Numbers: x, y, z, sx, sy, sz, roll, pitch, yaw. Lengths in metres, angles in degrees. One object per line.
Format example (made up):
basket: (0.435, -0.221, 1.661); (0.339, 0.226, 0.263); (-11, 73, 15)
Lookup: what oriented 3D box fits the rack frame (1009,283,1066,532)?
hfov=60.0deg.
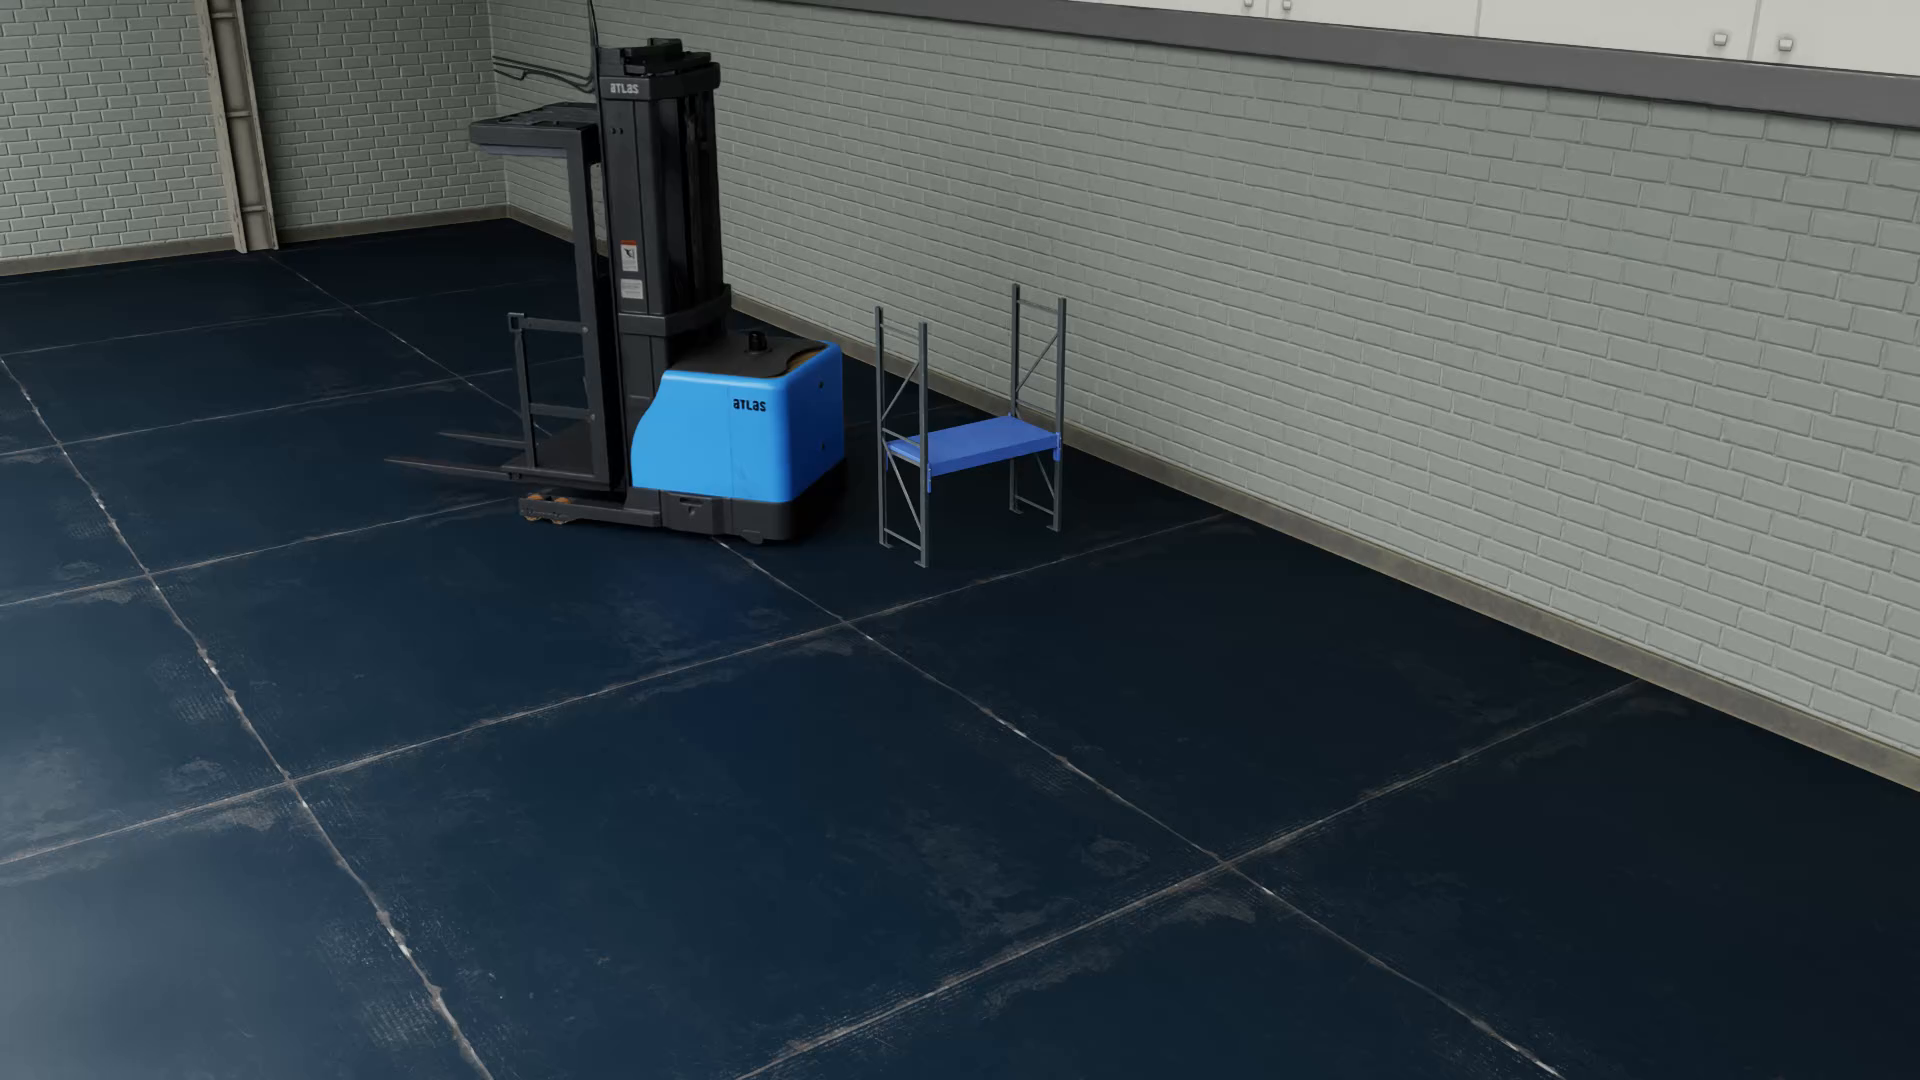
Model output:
rack frame: (0.482, -0.825, 10.440); (0.032, 1.500, 0.500); (-15, 26, -33)

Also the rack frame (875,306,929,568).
rack frame: (-0.343, -0.605, 9.889); (0.032, 1.500, 0.500); (-15, 26, -33)

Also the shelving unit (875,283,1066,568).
shelving unit: (0.069, -0.715, 10.165); (1.048, 1.500, 0.538); (-15, 26, -33)

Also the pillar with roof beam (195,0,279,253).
pillar with roof beam: (-5.319, -6.131, 13.620); (0.400, 9.000, 9.100); (-15, 26, -33)

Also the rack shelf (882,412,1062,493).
rack shelf: (0.069, -0.548, 10.231); (1.000, 0.185, 0.538); (-15, 26, -33)

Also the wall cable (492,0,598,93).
wall cable: (-4.670, -6.224, 18.042); (0.112, 2.526, 3.097); (-15, 26, -33)

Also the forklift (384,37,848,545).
forklift: (-2.319, -1.639, 10.548); (3.031, 2.935, 1.130); (7, 23, 17)
